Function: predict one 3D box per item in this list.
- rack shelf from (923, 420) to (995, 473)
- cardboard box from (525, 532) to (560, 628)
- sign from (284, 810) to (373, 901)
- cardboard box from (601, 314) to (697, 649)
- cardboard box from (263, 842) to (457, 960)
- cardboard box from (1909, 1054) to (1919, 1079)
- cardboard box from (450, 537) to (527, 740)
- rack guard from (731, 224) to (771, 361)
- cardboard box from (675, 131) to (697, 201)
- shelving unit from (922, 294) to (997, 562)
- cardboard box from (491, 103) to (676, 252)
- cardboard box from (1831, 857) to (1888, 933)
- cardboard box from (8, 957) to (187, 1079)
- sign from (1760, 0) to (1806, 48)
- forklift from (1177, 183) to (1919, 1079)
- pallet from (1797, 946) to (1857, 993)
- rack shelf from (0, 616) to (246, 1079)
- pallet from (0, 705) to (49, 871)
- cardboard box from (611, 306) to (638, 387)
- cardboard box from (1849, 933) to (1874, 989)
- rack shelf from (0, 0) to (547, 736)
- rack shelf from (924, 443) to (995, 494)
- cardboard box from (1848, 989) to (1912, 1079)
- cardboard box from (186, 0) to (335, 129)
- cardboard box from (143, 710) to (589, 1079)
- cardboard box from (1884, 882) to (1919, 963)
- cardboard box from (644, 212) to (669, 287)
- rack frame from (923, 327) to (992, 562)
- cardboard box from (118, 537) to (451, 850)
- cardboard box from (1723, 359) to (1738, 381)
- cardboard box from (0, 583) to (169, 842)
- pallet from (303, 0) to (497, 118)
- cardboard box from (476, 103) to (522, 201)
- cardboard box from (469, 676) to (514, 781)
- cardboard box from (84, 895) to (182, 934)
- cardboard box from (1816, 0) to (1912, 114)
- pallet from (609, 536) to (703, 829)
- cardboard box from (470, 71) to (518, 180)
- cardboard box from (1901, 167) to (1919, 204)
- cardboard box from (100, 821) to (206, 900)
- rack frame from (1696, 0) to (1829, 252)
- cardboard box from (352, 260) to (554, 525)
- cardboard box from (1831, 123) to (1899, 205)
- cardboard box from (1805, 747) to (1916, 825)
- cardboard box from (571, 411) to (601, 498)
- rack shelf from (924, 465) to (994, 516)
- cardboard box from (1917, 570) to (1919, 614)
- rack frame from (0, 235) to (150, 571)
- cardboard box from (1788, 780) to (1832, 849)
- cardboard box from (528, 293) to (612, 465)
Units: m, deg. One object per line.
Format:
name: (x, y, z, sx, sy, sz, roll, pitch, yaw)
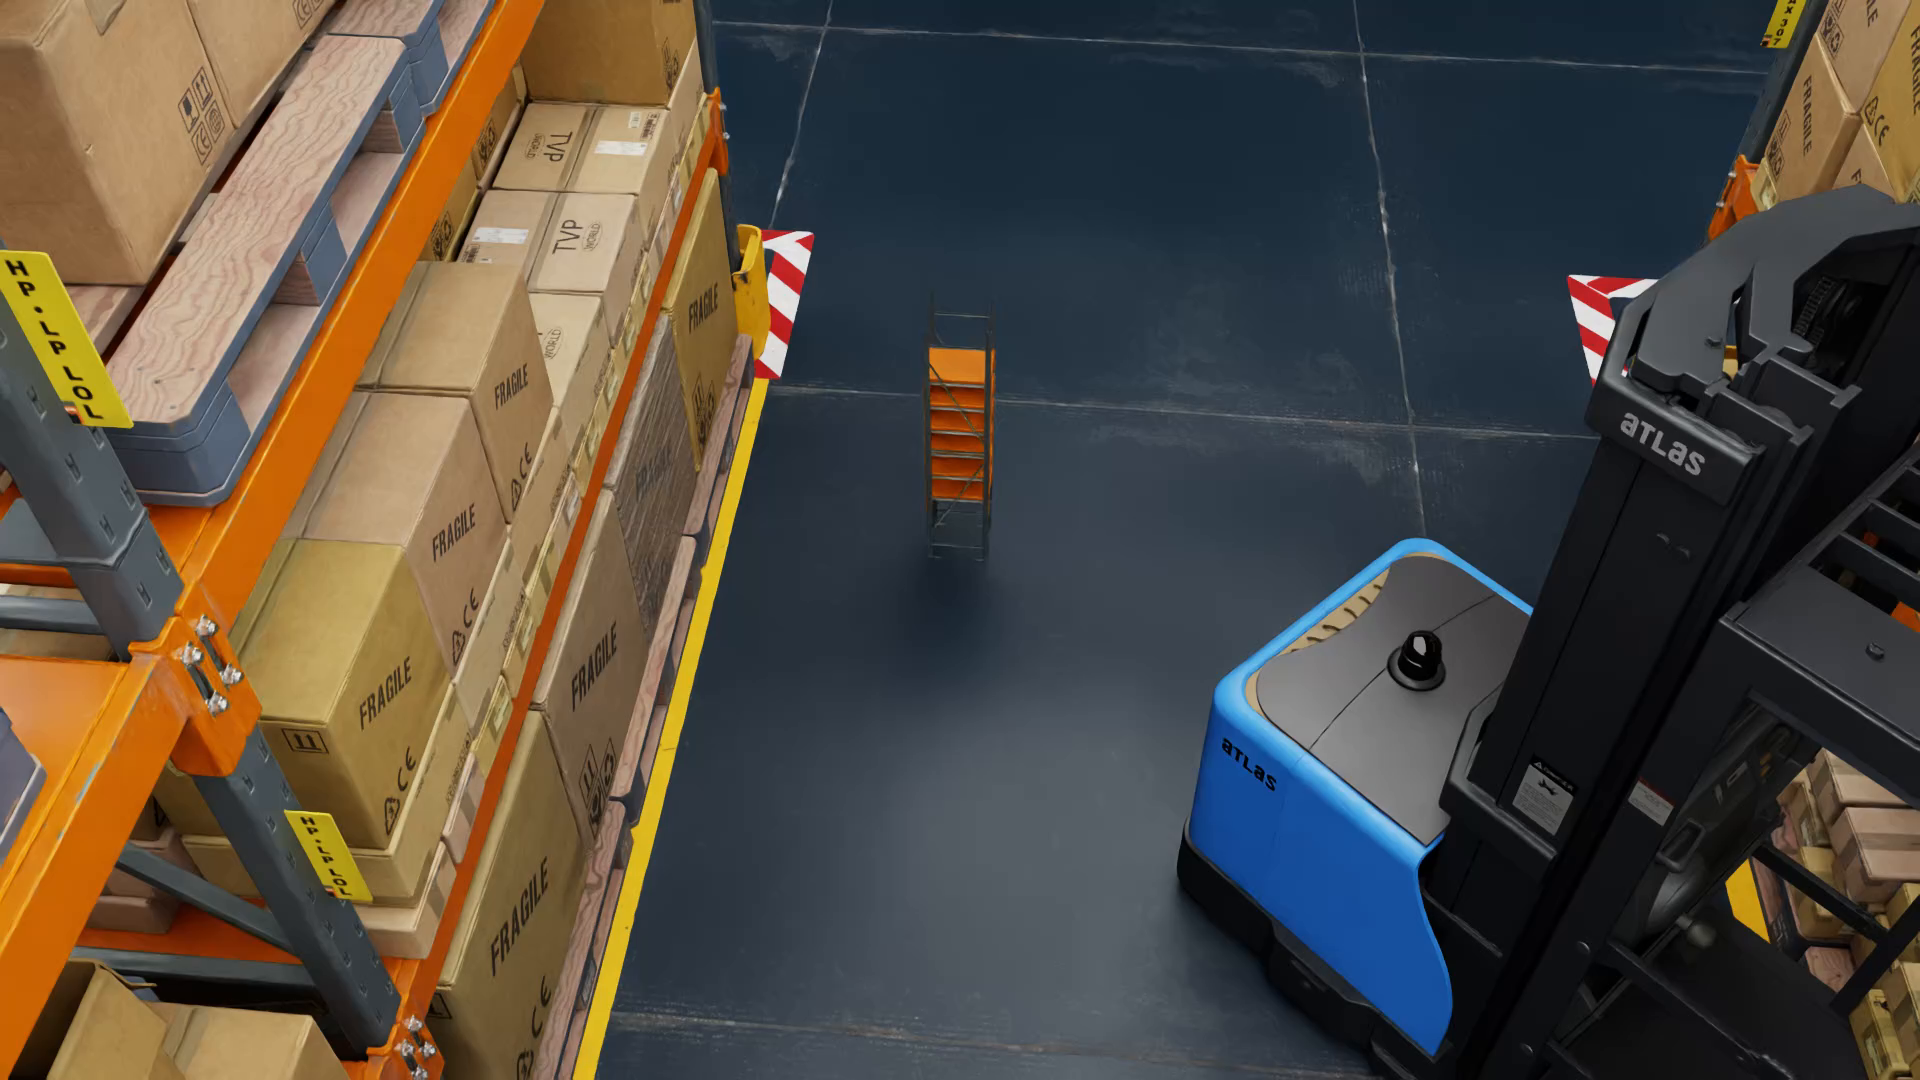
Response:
rack shelf: (-0.001, -0.364, 6.330, 0.258, 0.103, 0.180, 4, 48, 4)
cardboard box: (-1.380, 0.103, 4.793, 0.380, 0.149, 0.250, 3, 48, 3)
sign: (-1.289, 0.647, 3.395, 0.100, 0.325, 0.005, 4, 48, 4)
cardboard box: (-1.528, -0.238, 6.090, 0.875, 0.875, 0.875, 4, 48, 4)
cardboard box: (-1.472, 0.871, 4.091, 0.380, 0.149, 0.250, 4, 48, 4)
cardboard box: (2.856, 1.540, 4.553, 0.380, 0.149, 0.250, 4, 48, 4)
cardboard box: (-1.477, 0.239, 4.399, 0.500, 0.250, 0.500, 4, 48, 3)
rack guard: (-1.464, -1.132, 7.446, 1.175, 0.500, 0.348, 4, 48, 4)
cardboard box: (-1.193, -1.398, 6.166, 0.380, 0.149, 0.250, 4, 48, 4)
shelving unit: (-0.001, -0.394, 6.298, 0.258, 1.200, 0.189, 4, 48, 4)
cardboard box: (-1.293, -1.261, 5.771, 0.500, 0.250, 0.500, 3, 48, 3)
cardboard box: (2.955, 1.092, 5.164, 0.380, 0.149, 0.250, 5, 48, 4)
cardboard box: (-1.881, 1.079, 2.983, 0.797, 0.503, 0.637, 3, 48, 3)
sign: (2.924, -1.879, 5.849, 0.100, 0.325, 0.005, 4, 48, 4)
forklift: (2.085, 0.754, 4.075, 1.130, 2.935, 3.031, -33, 56, -27)
pallet: (3.125, 1.835, 4.929, 1.003, 0.211, 1.213, 4, 48, 4)
rack shelf: (-2.013, 1.682, 1.634, 1.077, 0.370, 4.000, 4, 48, 4)
pallet: (-1.865, 0.711, 2.164, 0.805, 0.209, 1.217, 2, 48, 2)
cardboard box: (-1.285, -0.648, 5.480, 0.380, 0.149, 0.250, 4, 48, 4)
cardboard box: (3.008, 1.329, 5.149, 0.380, 0.149, 0.250, 3, 48, 3)
rack shelf: (-1.648, -1.258, 4.322, 1.077, 0.370, 4.000, 4, 48, 4)
rack shelf: (-0.001, -0.283, 6.419, 0.258, 0.103, 0.180, 4, 48, 4)
cardboard box: (2.831, 1.459, 4.829, 0.380, 0.149, 0.250, 2, 48, 2)
cardboard box: (-1.766, -1.214, 3.375, 0.700, 0.500, 0.500, 6, 48, 6)
cardboard box: (-1.691, 1.077, 4.887, 0.875, 0.875, 0.875, 4, 48, 4)
cardboard box: (2.973, 1.171, 4.891, 0.380, 0.149, 0.250, 5, 48, 5)
cardboard box: (-1.241, -1.029, 5.829, 0.380, 0.149, 0.250, 5, 48, 4)
rack frame: (-0.010, -0.327, 6.236, 0.240, 1.200, 0.006, 4, 48, 4)
cardboard box: (-1.532, 0.344, 3.795, 0.500, 0.500, 0.500, 4, 48, 4)
cardboard box: (3.078, -0.568, 6.481, 0.380, 0.149, 0.250, 2, 48, 2)
cardboard box: (-2.055, 0.323, 3.814, 0.500, 0.500, 0.500, 5, 48, 5)
pallet: (-1.632, -1.495, 4.112, 1.003, 0.211, 1.213, 4, 48, 4)
cardboard box: (-1.820, -1.291, 5.798, 0.500, 0.250, 0.500, 3, 48, 3)
cardboard box: (-1.425, 0.485, 4.444, 0.380, 0.149, 0.250, 5, 48, 5)
cardboard box: (-2.129, 0.820, 4.137, 0.380, 0.149, 0.250, 4, 48, 4)
cardboard box: (3.159, -1.710, 5.334, 0.500, 0.500, 0.500, 4, 48, 3)
pallet: (-1.575, 0.470, 6.177, 1.003, 0.211, 1.213, 4, 48, 4)
cardboard box: (-1.824, -1.559, 5.535, 0.500, 0.500, 0.500, 3, 48, 3)
cardboard box: (3.049, -0.958, 4.646, 0.500, 0.500, 0.500, 3, 48, 3)
cardboard box: (-2.052, 0.590, 4.078, 0.500, 0.250, 0.500, 3, 48, 3)
rack frame: (3.464, -1.550, 6.135, 1.000, 3.000, 0.127, 4, 48, 4)
cardboard box: (-1.437, -0.400, 4.475, 0.500, 0.500, 0.500, 3, 48, 2)
cardboard box: (3.125, -0.978, 5.342, 0.500, 0.500, 0.500, 4, 48, 4)
cardboard box: (2.918, 0.767, 5.260, 0.380, 0.149, 0.250, 2, 48, 2)
cardboard box: (-1.332, -0.274, 5.138, 0.380, 0.149, 0.250, 3, 48, 2)
rack shelf: (-0.001, -0.202, 6.507, 0.258, 0.103, 0.180, 4, 48, 4)
cardboard box: (2.963, 0.095, 4.801, 0.380, 0.149, 0.250, 5, 48, 4)
rack frame: (-1.831, -1.043, 1.606, 1.000, 3.000, 0.127, 4, 48, 4)
cardboard box: (2.981, 0.951, 5.495, 0.380, 0.149, 0.250, 5, 48, 4)
cardboard box: (-1.382, -0.504, 5.078, 0.500, 0.250, 0.500, 4, 48, 4)
